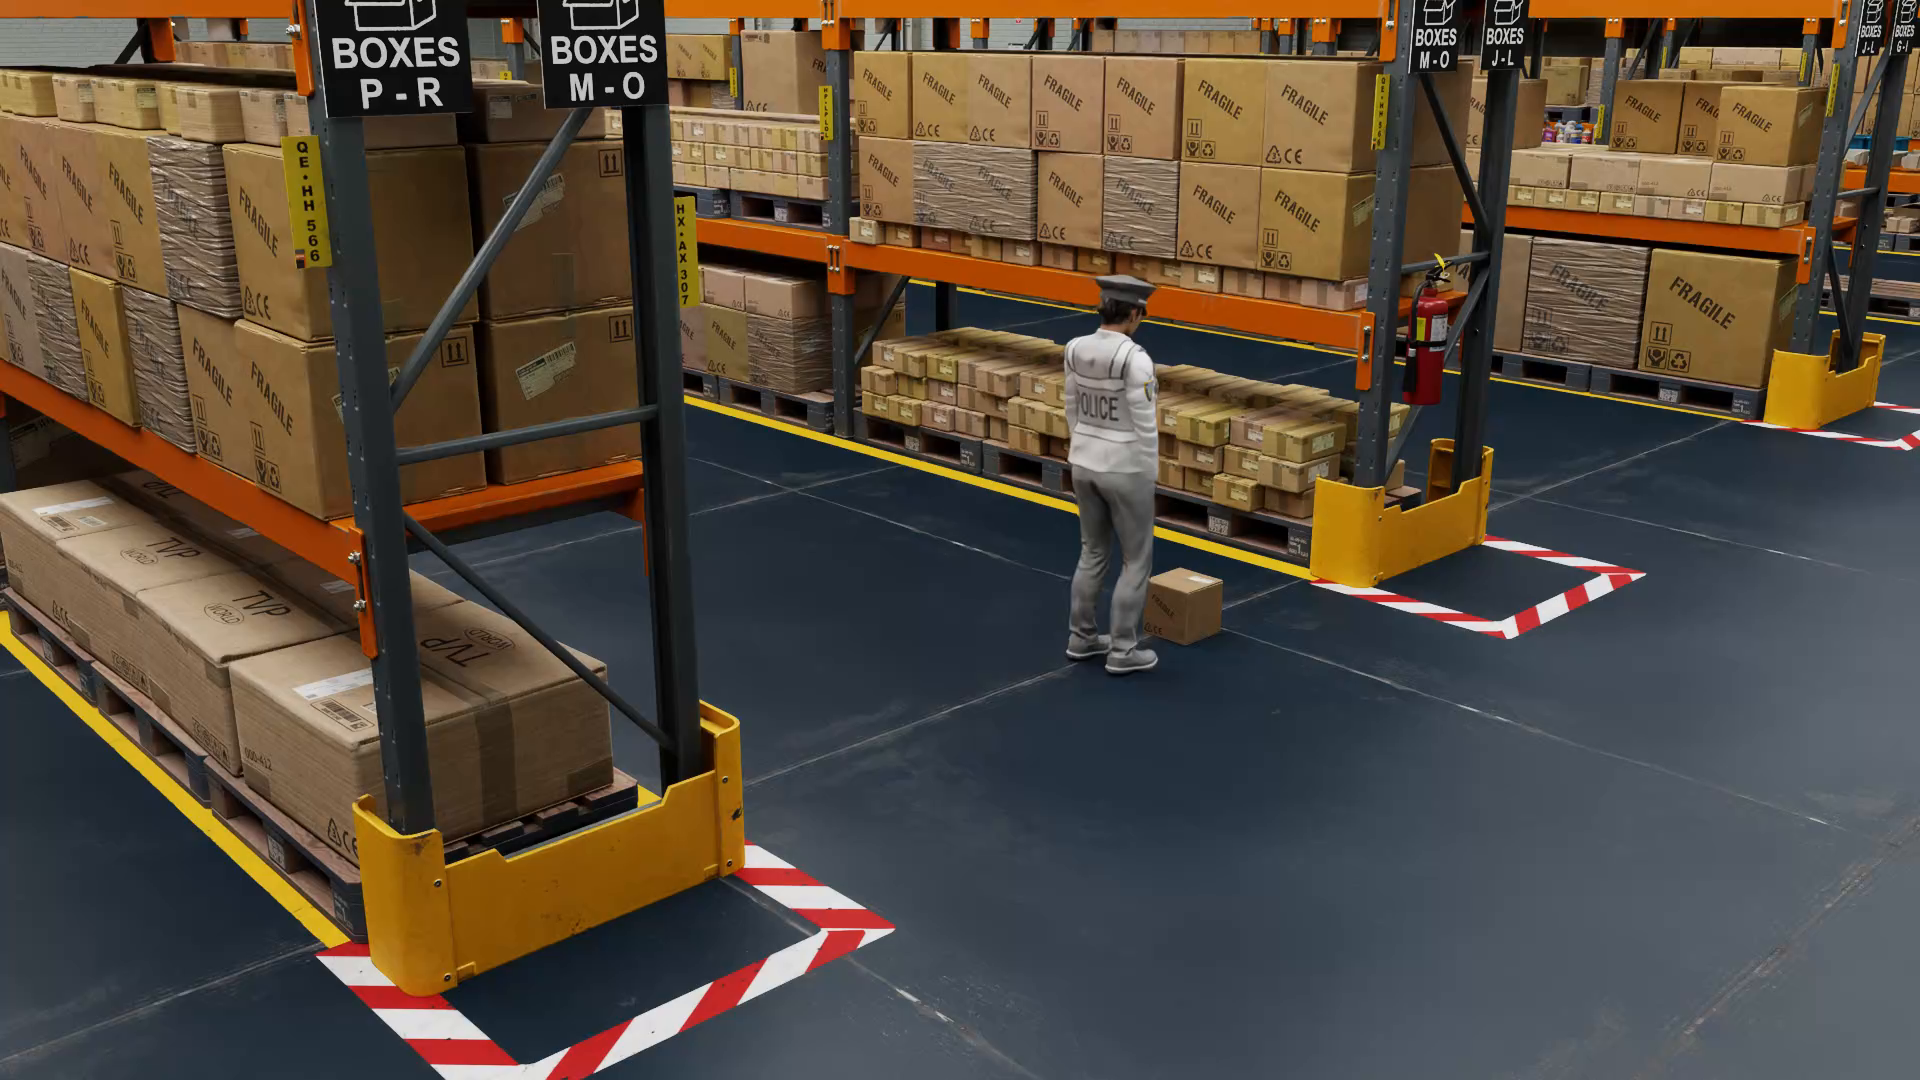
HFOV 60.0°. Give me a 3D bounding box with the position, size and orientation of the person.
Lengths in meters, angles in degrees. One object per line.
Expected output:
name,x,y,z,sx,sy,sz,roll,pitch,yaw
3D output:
person,0.632,-0.273,6.948,0.352,1.657,0.479,-15,23,-40
